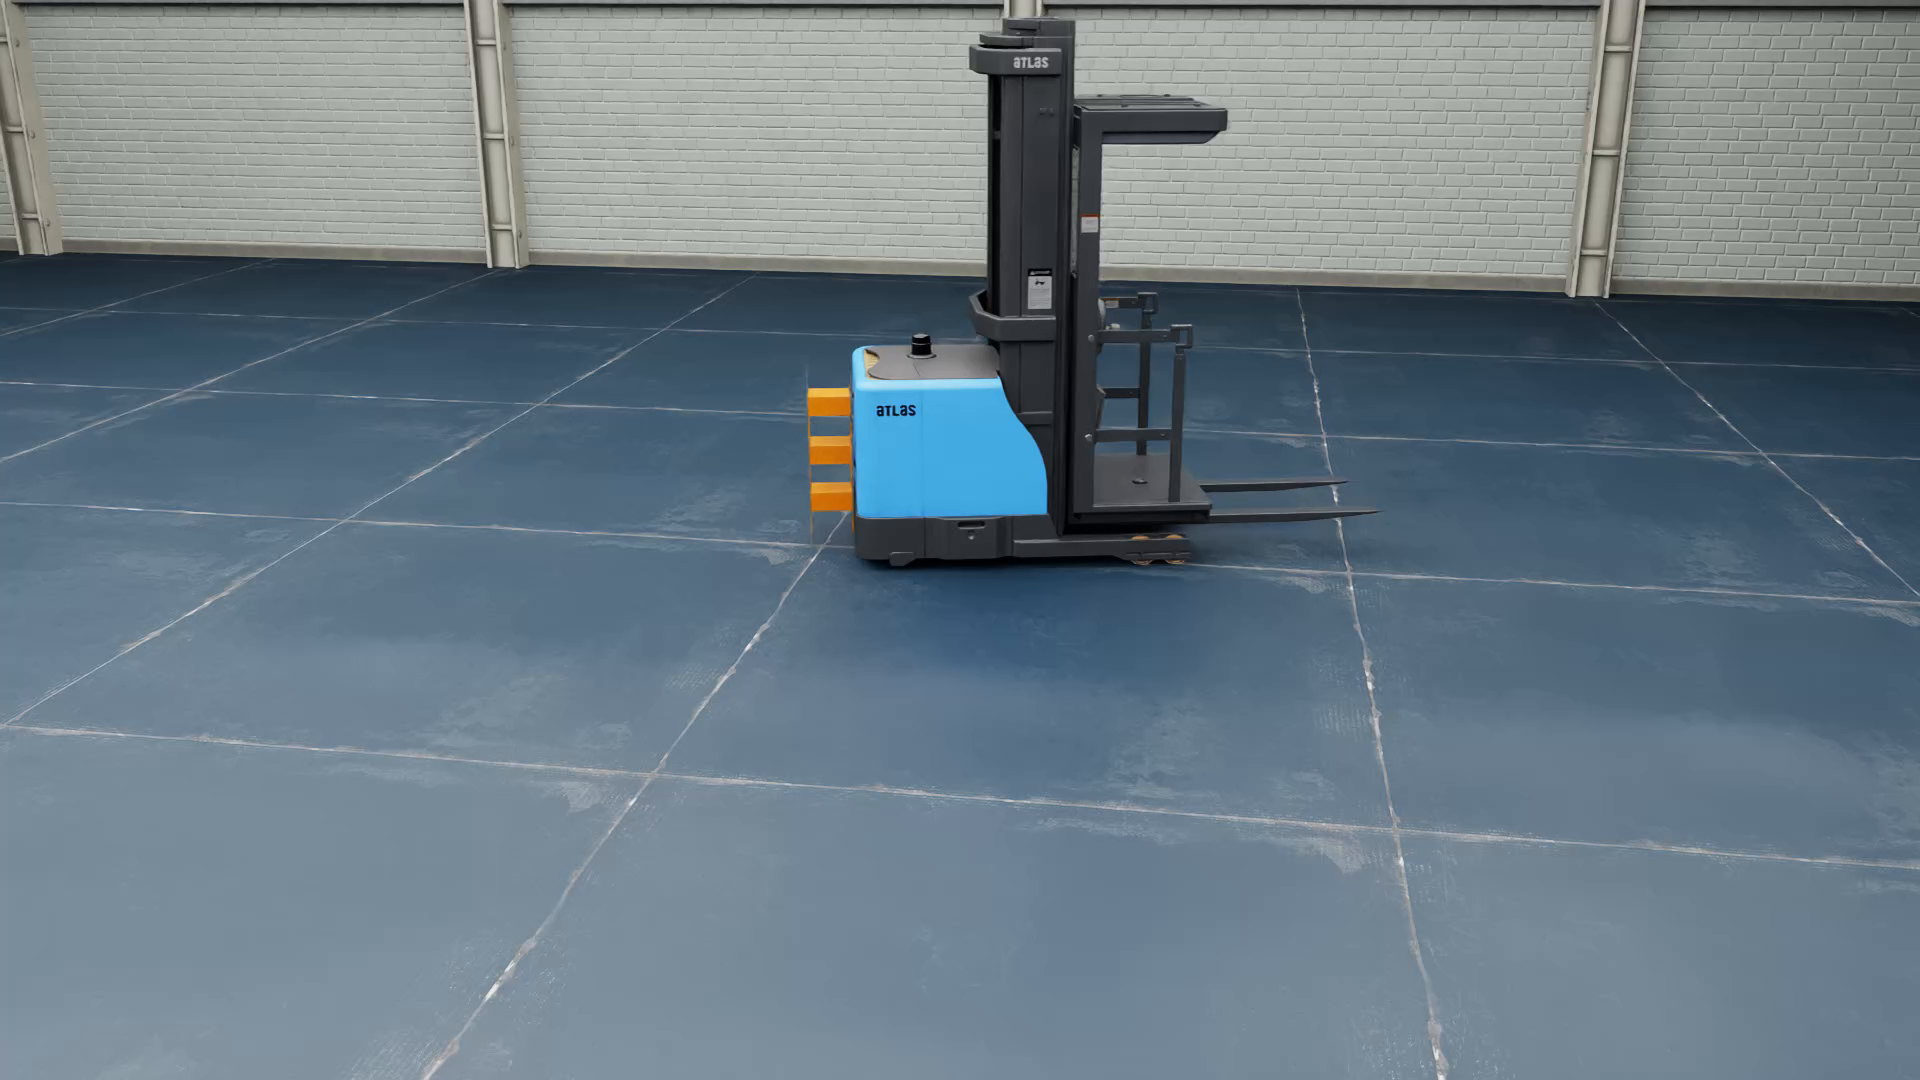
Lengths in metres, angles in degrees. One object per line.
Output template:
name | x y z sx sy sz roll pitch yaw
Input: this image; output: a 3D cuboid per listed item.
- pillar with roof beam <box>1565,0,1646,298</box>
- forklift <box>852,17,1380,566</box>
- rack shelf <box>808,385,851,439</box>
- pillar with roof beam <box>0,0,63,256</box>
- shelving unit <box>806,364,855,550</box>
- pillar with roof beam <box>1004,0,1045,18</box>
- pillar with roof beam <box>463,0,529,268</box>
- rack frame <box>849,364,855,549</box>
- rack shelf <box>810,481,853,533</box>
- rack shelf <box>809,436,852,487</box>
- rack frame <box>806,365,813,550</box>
pillar with roof beam | 5.921 -5.503 12.069 0.400 9.000 9.100 3 19 9
forklift | 0.894 -1.413 9.406 3.031 2.935 1.130 -1 19 -4
rack shelf | -0.743 -0.731 9.473 0.240 0.259 0.215 -1 19 -4
pillar with roof beam | -11.851 -6.409 14.776 0.400 9.000 9.100 3 19 9
shelving unit | -0.743 -0.472 9.560 0.252 1.050 0.215 -1 19 -4
pillar with roof beam | -0.003 -5.805 12.971 0.400 9.000 9.100 3 19 9
pillar with roof beam | -5.927 -6.107 13.874 0.400 9.000 9.100 3 19 9
rack frame | -0.622 -0.475 9.569 0.008 1.050 0.200 -1 19 -4
rack shelf | -0.743 -0.199 9.651 0.240 0.259 0.215 -1 19 -4
rack shelf | -0.743 -0.462 9.563 0.240 0.259 0.215 -1 19 -4
rack frame | -0.865 -0.469 9.551 0.008 1.050 0.200 -1 19 -4
